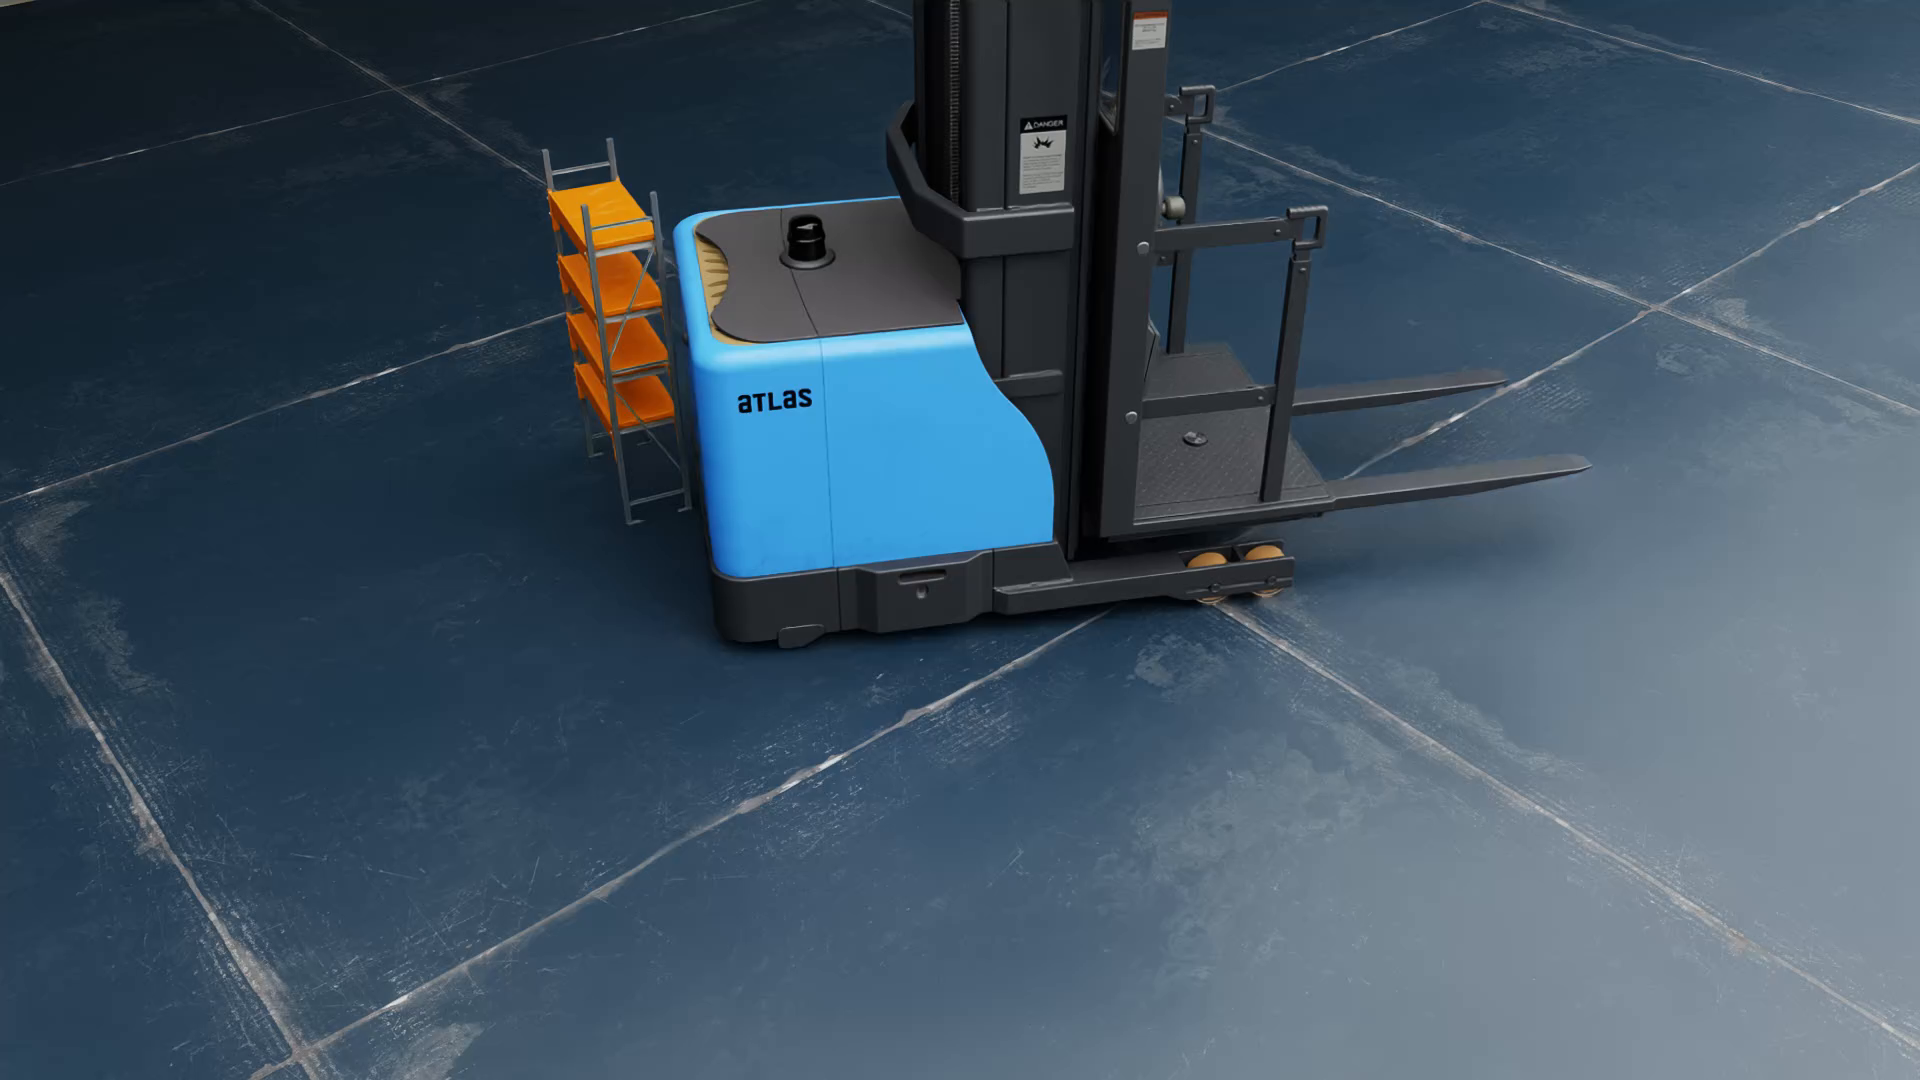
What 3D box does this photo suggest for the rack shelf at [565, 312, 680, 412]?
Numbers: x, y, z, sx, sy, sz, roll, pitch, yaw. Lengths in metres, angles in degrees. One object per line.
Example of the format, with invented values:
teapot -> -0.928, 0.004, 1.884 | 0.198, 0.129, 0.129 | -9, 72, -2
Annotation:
rack shelf -> -1.167, -0.644, 5.737 | 0.258, 0.148, 0.480 | -16, 38, -21

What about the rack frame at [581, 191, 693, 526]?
rack frame -> -1.061, -0.572, 5.519 | 0.240, 1.200, 0.015 | -16, 38, -21

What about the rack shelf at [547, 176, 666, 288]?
rack shelf -> -1.167, -1.019, 5.471 | 0.258, 0.148, 0.480 | -16, 38, -21

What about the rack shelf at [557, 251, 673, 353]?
rack shelf -> -1.167, -0.826, 5.608 | 0.258, 0.148, 0.480 | -16, 38, -21

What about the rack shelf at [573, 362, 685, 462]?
rack shelf -> -1.167, -0.482, 5.852 | 0.258, 0.148, 0.480 | -16, 38, -21

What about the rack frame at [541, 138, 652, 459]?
rack frame -> -1.272, -0.826, 5.878 | 0.240, 1.200, 0.015 | -16, 38, -21

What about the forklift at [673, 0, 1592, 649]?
forklift -> 0.630, -1.281, 5.023 | 3.031, 2.935, 1.130 | -7, 36, -10

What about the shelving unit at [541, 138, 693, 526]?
shelving unit -> -1.167, -0.699, 5.699 | 0.258, 1.200, 0.503 | -16, 38, -21
